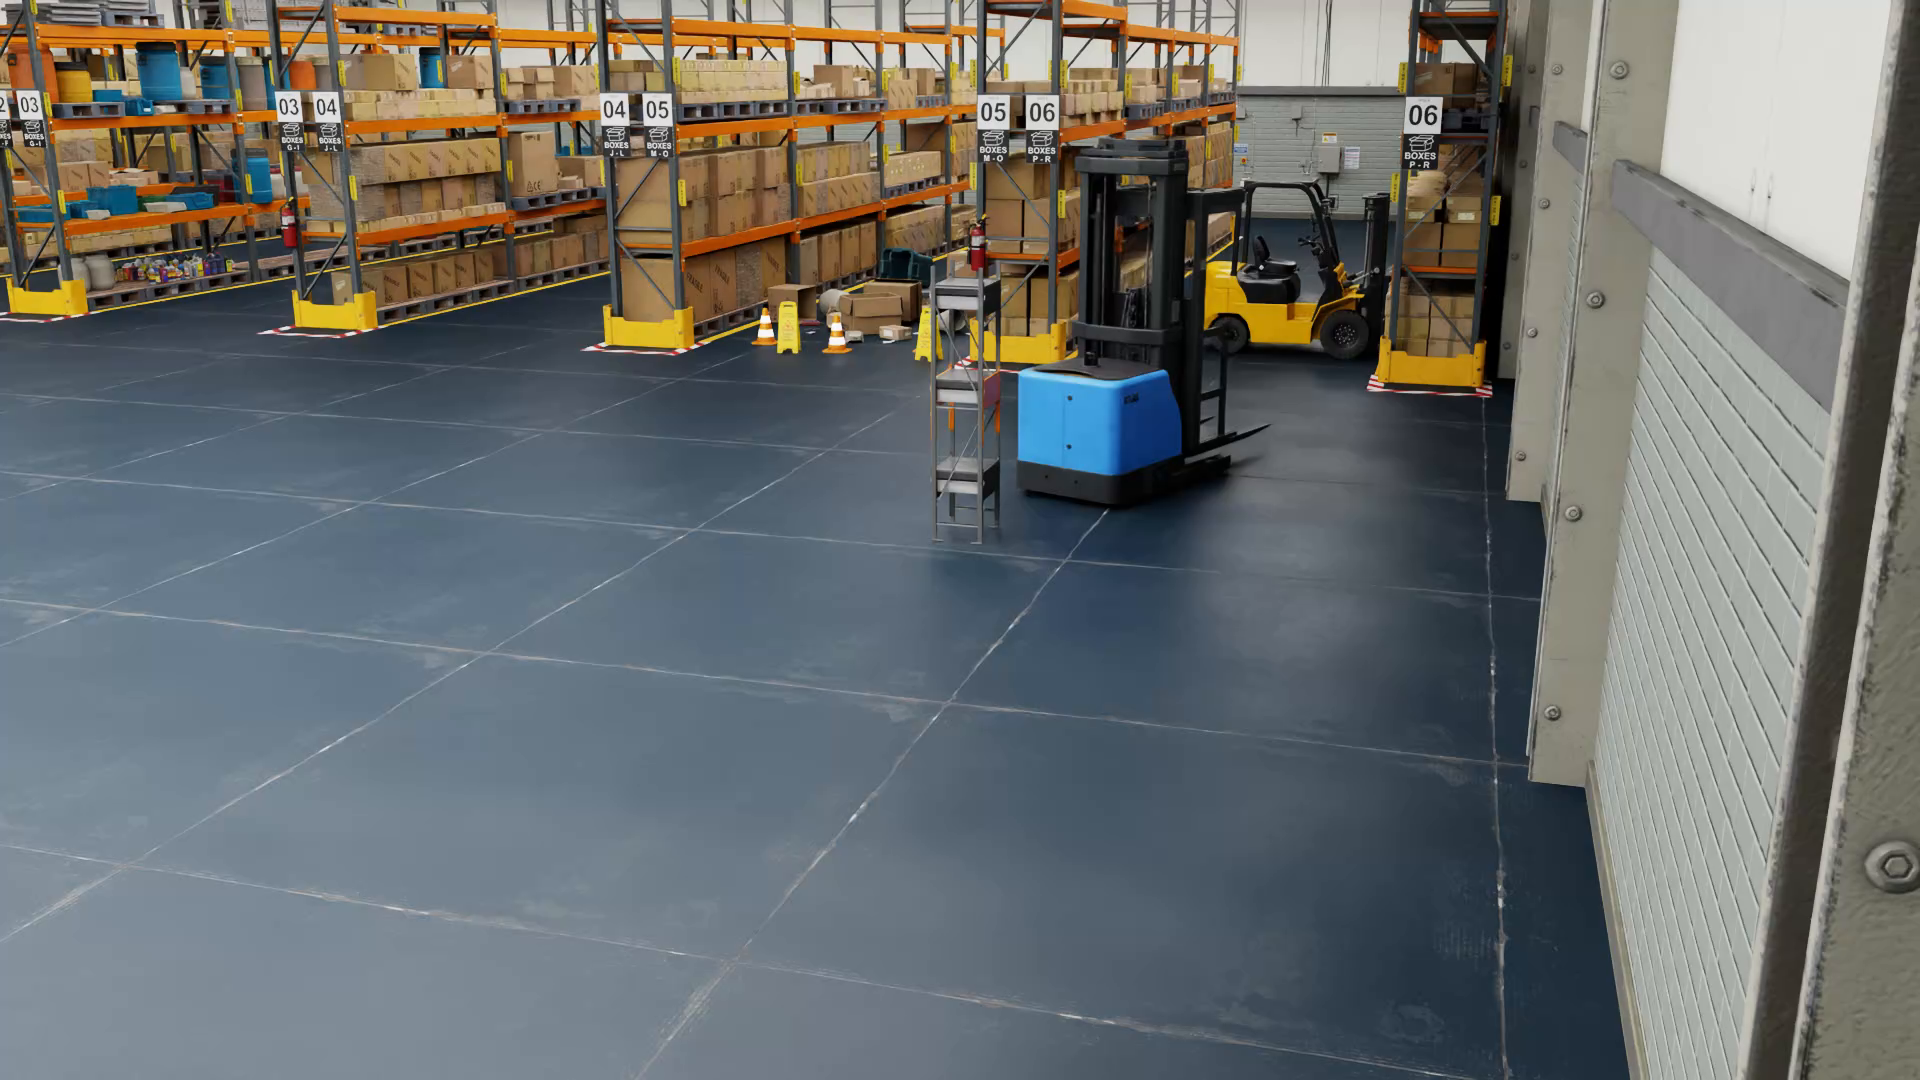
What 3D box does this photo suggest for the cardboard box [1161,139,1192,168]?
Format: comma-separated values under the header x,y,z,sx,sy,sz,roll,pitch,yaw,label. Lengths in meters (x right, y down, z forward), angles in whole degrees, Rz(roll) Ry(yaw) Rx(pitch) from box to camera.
x,y,z,sx,sy,sz,roll,pitch,yaw,label
3.784,-6.793,29.265,0.500,0.500,0.500,5,17,17,cardboard box

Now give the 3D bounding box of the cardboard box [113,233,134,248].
x,y,z,sx,sy,sz,roll,pitch,yaw,label
-16.233,-5.751,31.877,0.500,0.250,0.500,5,17,17,cardboard box

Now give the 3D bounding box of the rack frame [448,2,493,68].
x,y,z,sx,sy,sz,roll,pitch,yaw,label
-10.144,-10.842,34.563,1.000,3.000,0.127,5,16,16,rack frame

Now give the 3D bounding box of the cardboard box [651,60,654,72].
x,y,z,sx,sy,sz,roll,pitch,yaw,label
-4.163,-6.224,21.825,0.380,0.149,0.250,5,17,17,cardboard box

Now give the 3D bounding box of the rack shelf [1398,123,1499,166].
x,y,z,sx,sy,sz,roll,pitch,yaw,label
6.024,-4.900,20.430,1.077,0.370,4.000,5,16,16,rack shelf

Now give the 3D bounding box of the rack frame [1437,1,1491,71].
x,y,z,sx,sy,sz,roll,pitch,yaw,label
10.003,-10.352,32.836,1.000,3.000,0.127,5,16,16,rack frame

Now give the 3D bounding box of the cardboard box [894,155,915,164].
x,y,z,sx,sy,sz,roll,pitch,yaw,label
-1.042,-6.997,30.600,0.380,0.149,0.250,4,16,15,cardboard box

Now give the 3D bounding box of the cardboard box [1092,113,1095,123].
x,y,z,sx,sy,sz,roll,pitch,yaw,label
1.575,-5.597,22.029,0.380,0.149,0.250,5,17,17,cardboard box

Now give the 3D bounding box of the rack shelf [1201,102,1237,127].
x,y,z,sx,sy,sz,roll,pitch,yaw,label
4.674,-8.424,32.852,1.077,0.370,4.000,5,16,16,rack shelf

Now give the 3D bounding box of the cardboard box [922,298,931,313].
x,y,z,sx,sy,sz,roll,pitch,yaw,label
-0.457,-3.348,24.148,0.258,0.266,0.396,-7,17,-23,cardboard box

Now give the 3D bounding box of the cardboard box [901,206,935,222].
x,y,z,sx,sy,sz,roll,pitch,yaw,label
-0.797,-6.173,31.534,0.500,0.250,0.500,5,17,19,cardboard box

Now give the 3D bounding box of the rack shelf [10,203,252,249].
x,y,z,sx,sy,sz,roll,pitch,yaw,label
-12.986,-4.994,26.256,1.077,0.370,4.000,5,16,16,rack shelf

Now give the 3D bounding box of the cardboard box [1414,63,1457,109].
x,y,z,sx,sy,sz,roll,pitch,yaw,label
5.348,-5.156,18.877,0.500,0.500,0.500,5,17,18,cardboard box

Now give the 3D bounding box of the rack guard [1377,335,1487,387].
x,y,z,sx,sy,sz,roll,pitch,yaw,label
5.449,-2.071,19.215,1.175,0.500,0.348,5,16,16,rack guard

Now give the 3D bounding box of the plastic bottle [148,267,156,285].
x,y,z,sx,sy,sz,roll,pitch,yaw,label
-12.740,-4.166,26.213,0.097,0.271,0.097,0,16,0,plastic bottle

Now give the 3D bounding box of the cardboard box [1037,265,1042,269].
x,y,z,sx,sy,sz,roll,pitch,yaw,label
0.864,-3.681,22.018,0.380,0.149,0.250,5,17,18,cardboard box

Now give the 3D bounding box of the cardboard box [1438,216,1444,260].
x,y,z,sx,sy,sz,roll,pitch,yaw,label
5.500,-3.612,19.884,0.500,0.500,0.500,5,17,18,cardboard box

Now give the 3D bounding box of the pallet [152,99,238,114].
x,y,z,sx,sy,sz,roll,pitch,yaw,label
-12.529,-7.019,26.927,1.213,0.211,1.003,5,16,16,pallet

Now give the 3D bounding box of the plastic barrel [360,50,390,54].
x,y,z,sx,sy,sz,roll,pitch,yaw,label
-11.117,-8.909,31.690,0.600,0.830,0.708,5,16,16,plastic barrel

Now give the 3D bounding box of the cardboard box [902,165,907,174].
x,y,z,sx,sy,sz,roll,pitch,yaw,label
-1.185,-6.722,30.177,0.380,0.149,0.250,5,16,16,cardboard box

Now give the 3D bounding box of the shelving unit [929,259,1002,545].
x,y,z,sx,sy,sz,roll,pitch,yaw,label
0.047,-1.053,12.696,0.431,2.100,0.503,5,16,16,shelving unit

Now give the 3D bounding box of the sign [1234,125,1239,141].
x,y,z,sx,sy,sz,roll,pitch,yaw,label
5.759,-8.475,34.657,0.100,0.325,0.005,5,16,16,sign

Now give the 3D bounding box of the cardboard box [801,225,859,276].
x,y,z,sx,sy,sz,roll,pitch,yaw,label
-2.310,-4.853,27.794,1.050,0.750,0.750,5,17,17,cardboard box

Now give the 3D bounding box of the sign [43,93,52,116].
x,y,z,sx,sy,sz,roll,pitch,yaw,label
-13.028,-6.220,23.749,0.100,0.325,0.005,5,16,16,sign

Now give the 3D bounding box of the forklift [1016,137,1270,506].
x,y,z,sx,sy,sz,roll,pitch,yaw,label
1.777,-2.035,14.631,1.130,2.935,3.031,12,20,36,forklift

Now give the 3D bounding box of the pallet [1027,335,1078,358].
x,y,z,sx,sy,sz,roll,pitch,yaw,label
0.982,-2.552,21.440,1.003,0.211,1.213,5,16,16,pallet

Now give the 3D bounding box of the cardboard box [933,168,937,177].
x,y,z,sx,sy,sz,roll,pitch,yaw,label
-0.665,-7.055,31.895,0.380,0.149,0.250,5,17,16,cardboard box

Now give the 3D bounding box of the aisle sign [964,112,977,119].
x,y,z,sx,sy,sz,roll,pitch,yaw,label
0.201,-9.500,36.063,0.394,0.787,0.004,5,16,16,aisle sign

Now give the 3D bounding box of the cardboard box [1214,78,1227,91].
x,y,z,sx,sy,sz,roll,pitch,yaw,label
5.201,-9.346,34.109,0.500,0.250,0.500,3,16,11,cardboard box

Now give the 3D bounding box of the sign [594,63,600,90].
x,y,z,sx,sy,sz,roll,pitch,yaw,label
-4.595,-5.898,21.152,0.100,0.325,0.005,5,16,16,sign

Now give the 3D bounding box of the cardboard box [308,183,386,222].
x,y,z,sx,sy,sz,roll,pitch,yaw,label
-8.623,-4.765,23.405,0.875,0.500,0.500,5,16,16,cardboard box

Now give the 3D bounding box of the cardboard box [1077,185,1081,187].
x,y,z,sx,sy,sz,roll,pitch,yaw,label
1.805,-4.631,22.931,0.500,0.500,0.500,5,17,18,cardboard box

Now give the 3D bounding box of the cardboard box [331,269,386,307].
x,y,z,sx,sy,sz,roll,pitch,yaw,label
-8.612,-3.594,23.815,0.500,0.500,0.500,8,18,26,cardboard box

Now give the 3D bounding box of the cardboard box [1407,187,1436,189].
x,y,z,sx,sy,sz,roll,pitch,yaw,label
5.622,-4.235,20.346,0.380,0.149,0.250,5,17,17,cardboard box

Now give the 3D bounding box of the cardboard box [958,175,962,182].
x,y,z,sx,sy,sz,roll,pitch,yaw,label
-0.164,-7.307,33.553,0.380,0.149,0.250,4,16,13,cardboard box

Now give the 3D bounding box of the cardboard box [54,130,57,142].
x,y,z,sx,sy,sz,roll,pitch,yaw,label
-19.974,-8.744,36.021,0.500,0.250,0.500,4,16,15,cardboard box

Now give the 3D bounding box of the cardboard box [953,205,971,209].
x,y,z,sx,sy,sz,roll,pitch,yaw,label
0.030,-7.132,35.841,0.380,0.149,0.250,5,17,17,cardboard box

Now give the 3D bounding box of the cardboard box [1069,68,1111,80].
x,y,z,sx,sy,sz,roll,pitch,yaw,label
1.875,-6.685,23.995,0.500,0.250,0.500,5,17,17,cardboard box

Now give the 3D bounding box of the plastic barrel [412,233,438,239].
x,y,z,sx,sy,sz,roll,pitch,yaw,label
-10.837,-6.376,33.462,0.600,0.588,0.708,5,16,16,plastic barrel

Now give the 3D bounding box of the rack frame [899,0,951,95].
x,y,z,sx,sy,sz,roll,pitch,yaw,label
-0.669,-10.047,31.760,1.000,3.000,0.127,5,16,16,rack frame

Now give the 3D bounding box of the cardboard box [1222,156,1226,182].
x,y,z,sx,sy,sz,roll,pitch,yaw,label
5.066,-7.486,33.541,0.500,0.500,0.500,5,17,17,cardboard box

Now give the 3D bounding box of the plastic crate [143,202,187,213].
x,y,z,sx,sy,sz,roll,pitch,yaw,label
-12.636,-5.292,26.472,0.530,0.136,0.437,5,16,16,plastic crate

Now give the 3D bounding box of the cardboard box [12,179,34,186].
x,y,z,sx,sy,sz,roll,pitch,yaw,label
-17.092,-6.428,30.240,0.396,0.266,0.258,4,16,15,cardboard box

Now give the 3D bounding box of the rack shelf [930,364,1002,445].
x,y,z,sx,sy,sz,roll,pitch,yaw,label
0.047,-1.040,12.699,0.431,0.518,0.480,5,16,16,rack shelf

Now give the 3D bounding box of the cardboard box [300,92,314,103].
x,y,z,sx,sy,sz,roll,pitch,yaw,label
-9.026,-6.092,22.857,0.380,0.149,0.250,5,16,16,cardboard box

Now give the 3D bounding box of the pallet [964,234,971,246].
x,y,z,sx,sy,sz,roll,pitch,yaw,label
-0.167,-6.318,34.717,1.003,0.211,1.213,5,16,16,pallet

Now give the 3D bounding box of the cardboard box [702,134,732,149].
x,y,z,sx,sy,sz,roll,pitch,yaw,label
-5.014,-8.109,34.277,0.500,0.500,0.500,5,16,16,cardboard box

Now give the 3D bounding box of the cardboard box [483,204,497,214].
x,y,z,sx,sy,sz,roll,pitch,yaw,label
-7.528,-5.214,26.176,0.380,0.149,0.250,5,16,16,cardboard box

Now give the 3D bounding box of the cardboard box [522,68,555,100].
x,y,z,sx,sy,sz,roll,pitch,yaw,label
-7.173,-7.536,27.444,0.797,0.503,0.637,5,17,18,cardboard box

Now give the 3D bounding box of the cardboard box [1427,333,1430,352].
x,y,z,sx,sy,sz,roll,pitch,yaw,label
5.437,-2.436,20.190,0.500,0.250,0.500,5,16,16,cardboard box

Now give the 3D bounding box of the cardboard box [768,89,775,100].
x,y,z,sx,sy,sz,roll,pitch,yaw,label
-2.882,-6.386,23.859,0.380,0.149,0.250,5,17,17,cardboard box

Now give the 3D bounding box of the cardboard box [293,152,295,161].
x,y,z,sx,sy,sz,roll,pitch,yaw,label
-14.996,-8.540,37.257,0.500,0.500,0.500,5,17,17,cardboard box

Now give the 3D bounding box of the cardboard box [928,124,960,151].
x,y,z,sx,sy,sz,roll,pitch,yaw,label
-0.307,-7.932,32.738,0.500,0.500,0.500,5,17,17,cardboard box

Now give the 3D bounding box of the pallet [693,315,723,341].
x,y,z,sx,sy,sz,roll,pitch,yaw,label
-3.927,-2.895,22.649,1.003,0.211,1.213,5,16,16,pallet
